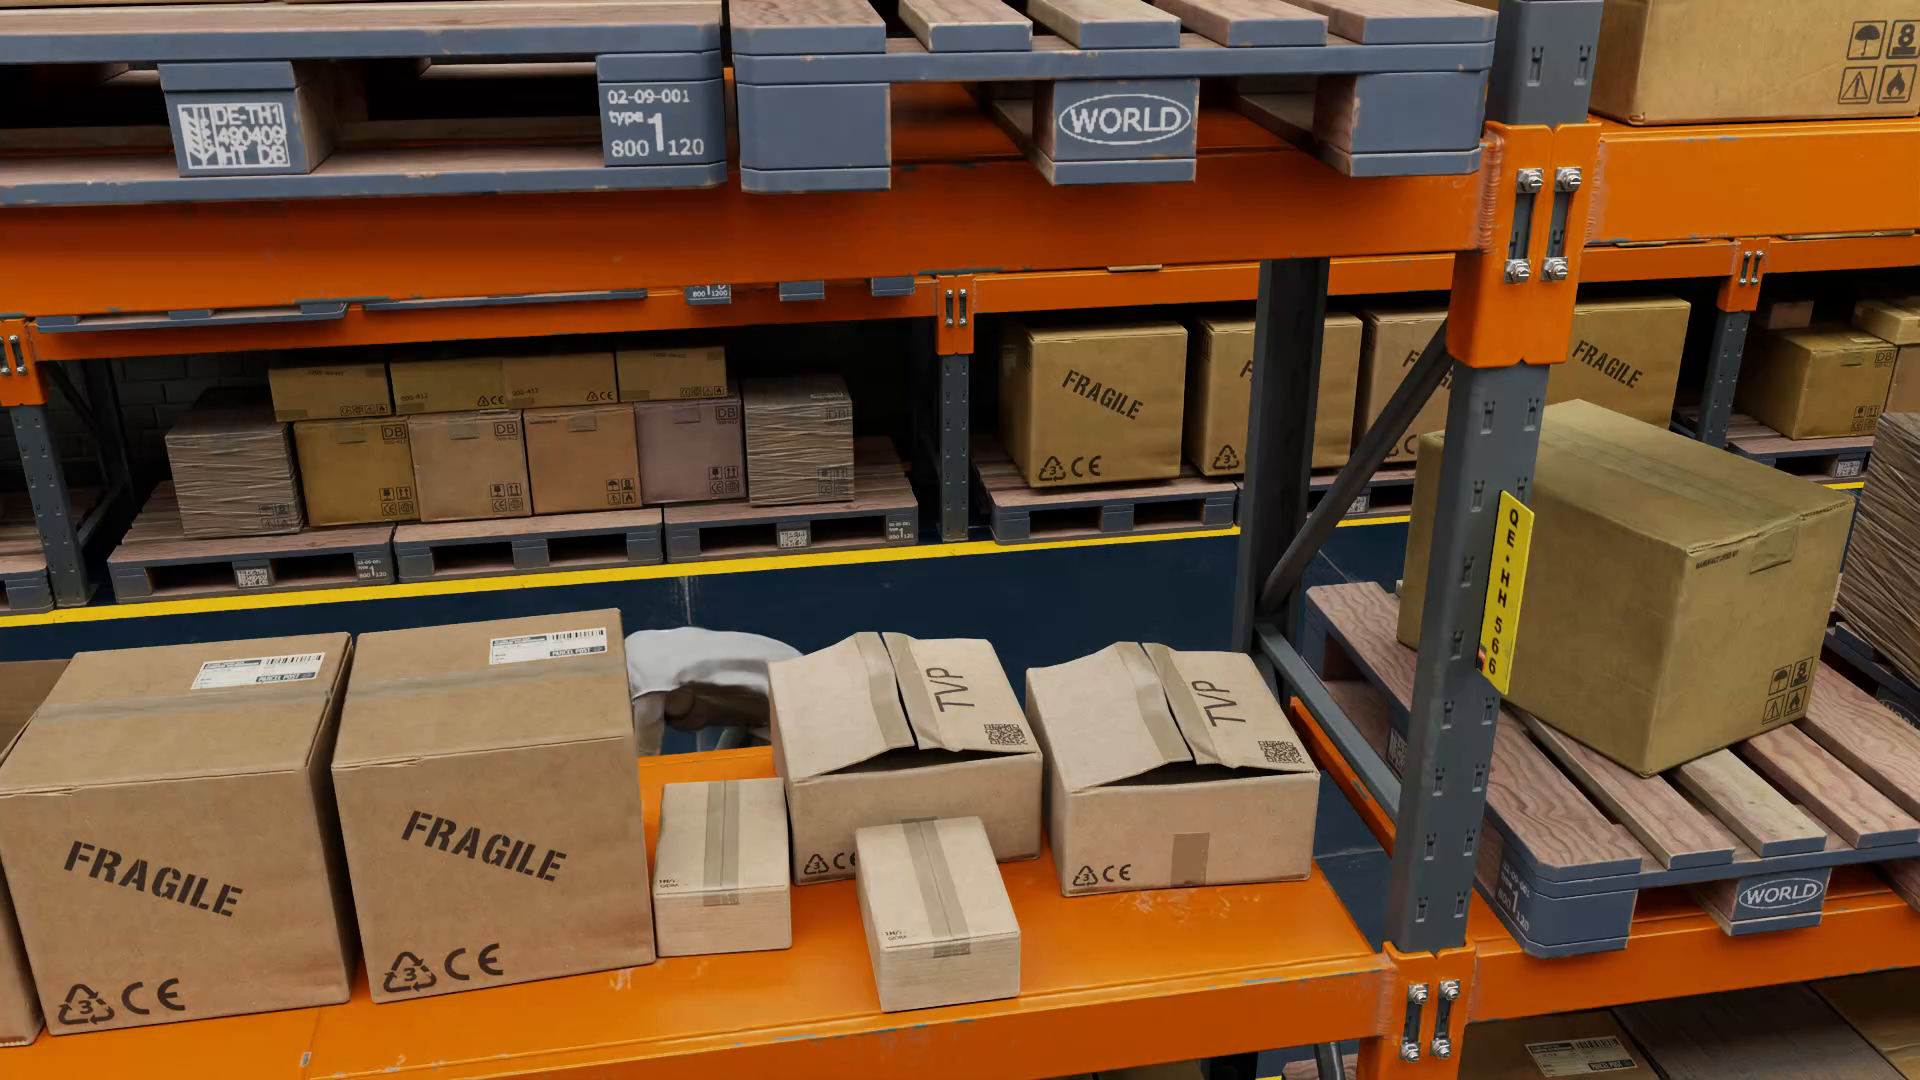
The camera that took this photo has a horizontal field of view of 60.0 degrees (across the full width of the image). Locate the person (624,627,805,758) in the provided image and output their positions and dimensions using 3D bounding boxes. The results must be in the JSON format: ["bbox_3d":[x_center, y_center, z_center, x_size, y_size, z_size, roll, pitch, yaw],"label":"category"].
[{"bbox_3d":[-0.798,0.731,5.044,0.842,1.116,0.401,-5,24,-12],"label":"person"}]
